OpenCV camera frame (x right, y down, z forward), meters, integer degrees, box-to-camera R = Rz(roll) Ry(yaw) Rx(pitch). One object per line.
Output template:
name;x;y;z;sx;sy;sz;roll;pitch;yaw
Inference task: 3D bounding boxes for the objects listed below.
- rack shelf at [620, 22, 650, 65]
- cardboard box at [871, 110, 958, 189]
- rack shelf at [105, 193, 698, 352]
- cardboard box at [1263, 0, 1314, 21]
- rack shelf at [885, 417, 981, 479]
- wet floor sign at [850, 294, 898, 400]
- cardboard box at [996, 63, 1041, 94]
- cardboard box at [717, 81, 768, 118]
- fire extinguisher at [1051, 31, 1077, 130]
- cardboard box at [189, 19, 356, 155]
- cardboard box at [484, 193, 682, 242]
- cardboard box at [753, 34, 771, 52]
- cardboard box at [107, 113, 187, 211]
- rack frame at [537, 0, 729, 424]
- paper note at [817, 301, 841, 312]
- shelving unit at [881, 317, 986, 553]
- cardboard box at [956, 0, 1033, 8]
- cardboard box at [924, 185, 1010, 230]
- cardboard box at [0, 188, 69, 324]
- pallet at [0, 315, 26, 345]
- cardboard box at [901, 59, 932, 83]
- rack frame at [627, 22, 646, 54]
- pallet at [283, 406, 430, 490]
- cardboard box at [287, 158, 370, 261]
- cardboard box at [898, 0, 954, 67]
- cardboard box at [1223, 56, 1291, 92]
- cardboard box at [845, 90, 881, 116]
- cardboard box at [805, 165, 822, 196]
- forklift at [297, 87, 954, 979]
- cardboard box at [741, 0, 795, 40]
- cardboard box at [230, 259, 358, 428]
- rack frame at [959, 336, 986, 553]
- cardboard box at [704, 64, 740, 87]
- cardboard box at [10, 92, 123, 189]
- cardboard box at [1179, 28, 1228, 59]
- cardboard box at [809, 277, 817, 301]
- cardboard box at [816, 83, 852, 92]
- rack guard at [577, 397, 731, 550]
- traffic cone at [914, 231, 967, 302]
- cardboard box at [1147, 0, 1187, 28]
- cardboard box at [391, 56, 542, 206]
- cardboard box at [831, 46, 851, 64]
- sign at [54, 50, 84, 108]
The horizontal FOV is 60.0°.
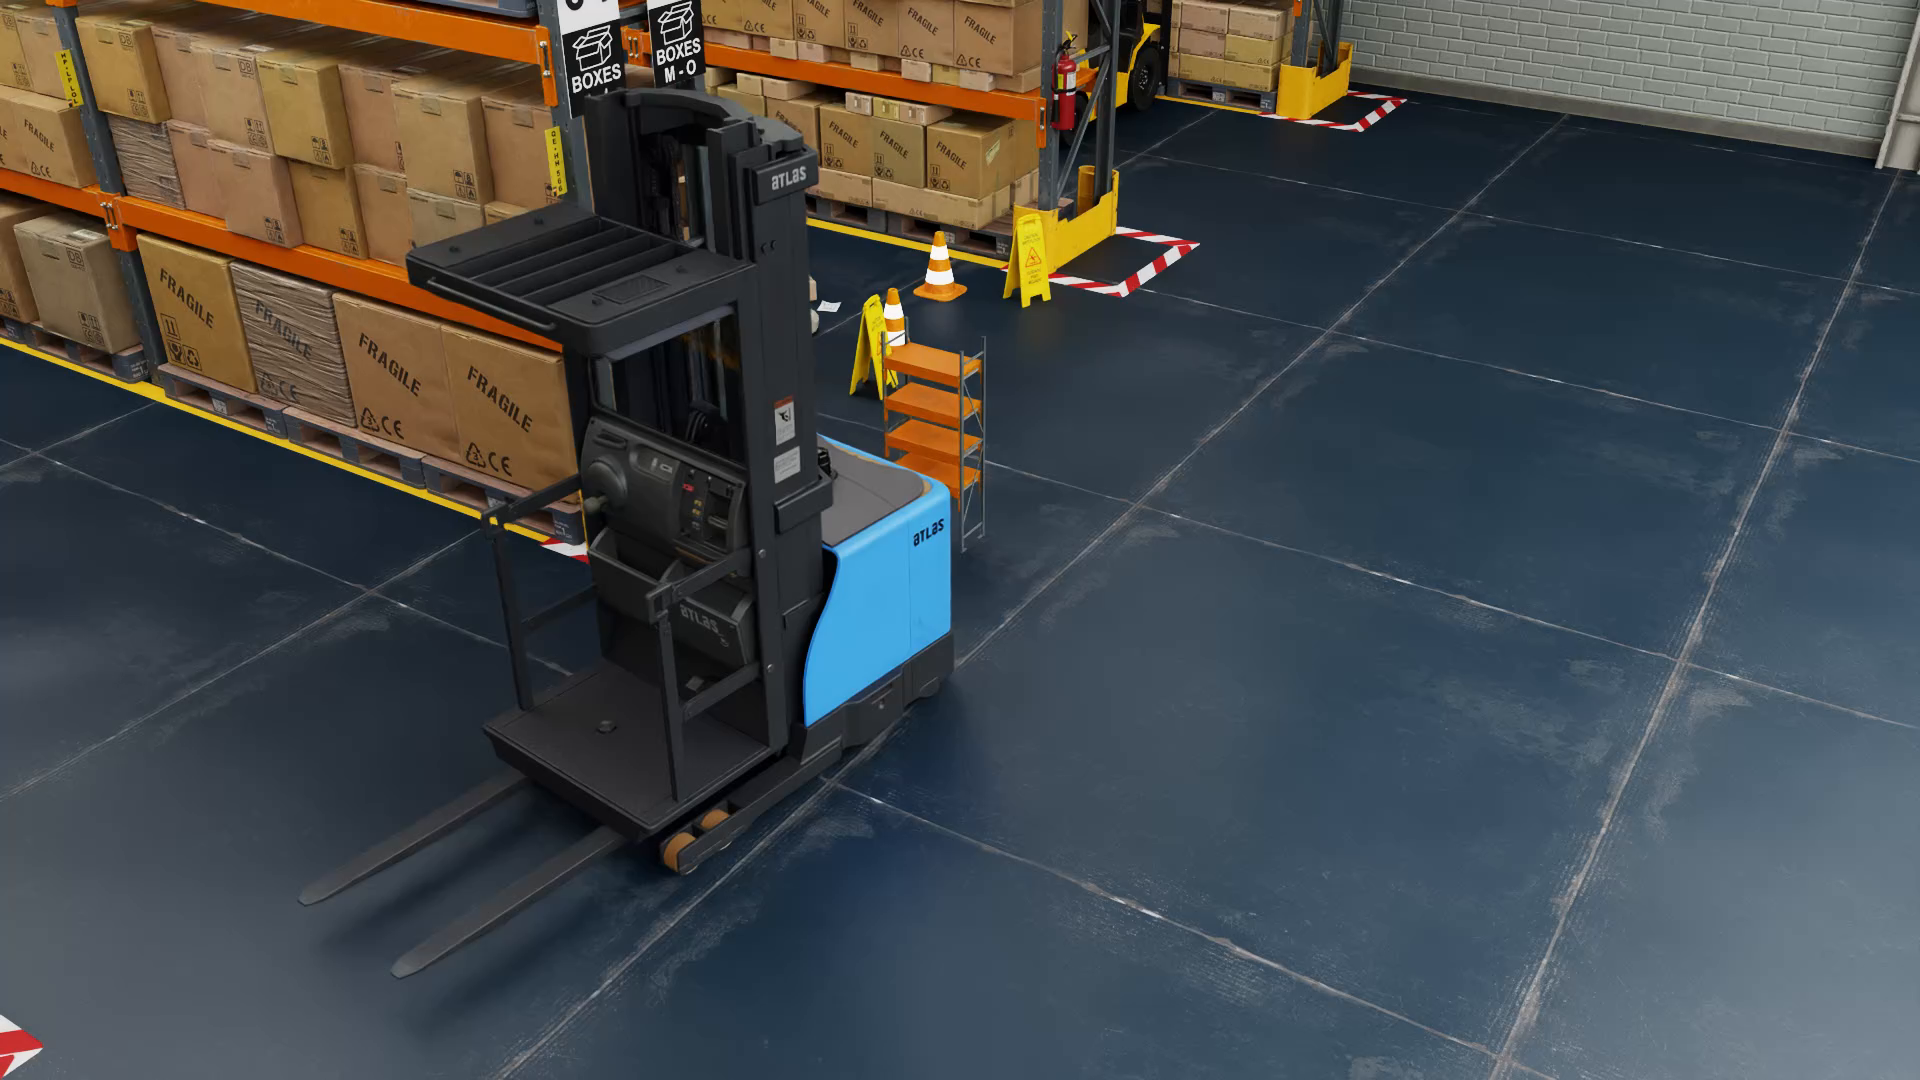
rack shelf;-4.179;-4.886;15.362;4.000;0.370;1.077;18;35;27
cardboard box;-0.359;-3.148;13.238;0.500;0.500;0.500;19;35;29
rack shelf;-3.338;-1.674;9.857;4.000;0.370;1.077;18;35;27
cardboard box;3.232;-5.344;16.753;0.500;0.250;0.500;17;34;27
rack shelf;-0.140;-0.504;9.058;0.480;0.148;0.258;18;35;27
wet floor sign;-0.566;-1.270;10.786;0.232;0.644;0.267;12;32;19
cardboard box;0.472;-3.489;12.504;0.250;0.149;0.380;19;35;29
cardboard box;-1.670;-3.567;13.955;0.500;0.500;0.500;19;35;29
fire extinguisher;0.754;-3.328;12.055;0.183;0.674;0.296;18;35;27
cardboard box;-3.825;-2.638;9.574;0.550;0.550;0.875;18;35;27
cardboard box;-1.982;-1.594;8.857;0.550;0.550;0.875;18;35;27
cardboard box;-1.473;-4.088;13.530;0.250;0.149;0.380;17;34;27
cardboard box;-4.713;-2.492;10.396;0.550;0.550;0.875;18;35;27
rack frame;-1.644;-1.449;8.758;0.127;3.000;1.000;18;35;27
paper note;-0.956;-1.710;12.151;0.142;0.019;0.148;6;31;10
shelving unit;-0.140;-0.563;9.024;0.503;1.200;0.258;18;35;27
cardboard box;0.354;-4.236;12.148;0.500;0.500;0.700;17;34;26
cardboard box;0.054;-2.691;13.198;0.500;0.250;0.500;17;34;27
cardboard box;-6.420;-2.119;11.720;0.750;0.750;1.050;18;35;27
pallet;-6.763;-1.817;12.156;1.213;0.211;1.003;18;35;27
cardboard box;-0.242;-3.644;12.769;0.250;0.149;0.380;18;35;28
rack frame;-2.486;-4.661;14.262;0.127;3.000;1.000;18;35;27
pallet;-3.392;-0.753;10.331;1.213;0.211;1.003;18;35;27
cardboard box;-3.338;-2.060;9.656;0.500;0.550;0.875;18;35;27
cardboard box;-0.125;-3.925;12.606;0.500;0.500;0.500;18;35;27
cardboard box;2.972;-4.693;16.630;0.500;0.250;0.500;18;35;28
cardboard box;-0.695;-3.500;13.197;0.250;0.149;0.380;19;35;29
cardboard box;-1.220;-3.102;13.902;0.500;0.250;0.500;17;34;27
forklift;-1.349;-0.169;6.632;1.130;2.935;3.031;22;37;33
cardboard box;-1.405;-4.331;13.303;0.500;0.500;0.500;17;34;27
cardboard box;-3.771;-1.346;10.273;0.875;0.875;0.875;18;35;28
rack frame;0.066;-0.497;8.912;0.015;1.200;0.240;18;35;27
cardboard box;-2.055;-3.926;13.927;0.250;0.149;0.380;18;35;28
cardboard box;-5.616;-2.590;10.613;0.500;0.500;0.500;17;34;27
cardboard box;2.541;-5.054;16.752;0.500;0.250;0.500;17;34;27
cardboard box;-1.281;-1.846;12.268;0.380;0.149;0.250;-15;33;-24
cardboard box;-0.977;-3.663;14.119;0.500;0.500;0.500;20;36;30
rack guard;-1.623;-0.363;9.376;0.348;0.500;1.175;18;35;27
traffic cone;-0.148;-2.058;12.318;0.334;0.463;0.336;18;35;27
cardboard box;2.114;-5.390;16.831;0.500;0.250;0.500;18;35;28
cardboard box;-2.452;-2.204;8.832;0.550;0.550;0.875;18;35;27
cardboard box;-0.812;-3.907;13.220;0.250;0.149;0.380;18;35;27
sign;-5.312;-2.753;9.921;0.005;0.325;0.100;18;35;27
